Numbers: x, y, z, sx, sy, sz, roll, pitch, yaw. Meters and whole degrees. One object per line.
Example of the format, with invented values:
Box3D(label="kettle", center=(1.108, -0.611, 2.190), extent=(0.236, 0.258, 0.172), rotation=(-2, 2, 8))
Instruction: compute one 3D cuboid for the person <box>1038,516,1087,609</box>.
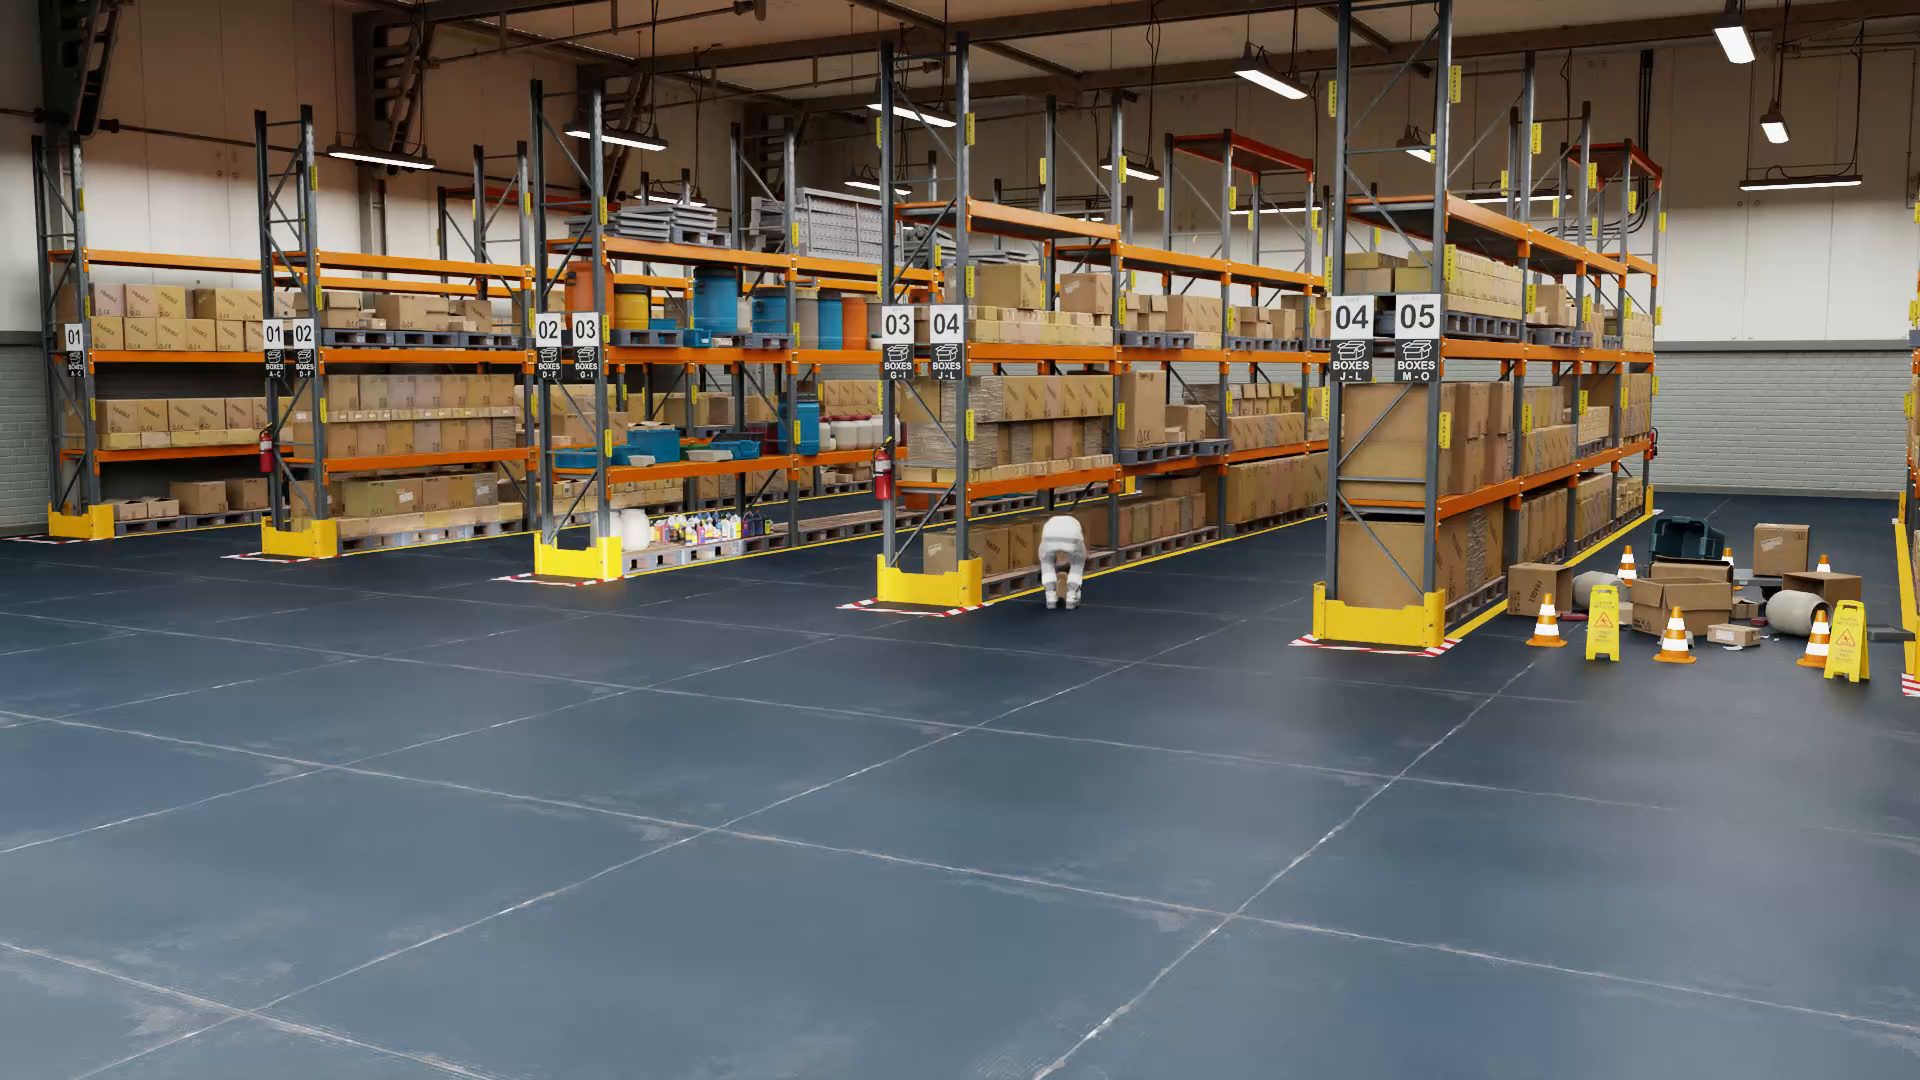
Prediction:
Box3D(label="person", center=(1.099, 0.214, 17.791), extent=(0.516, 0.984, 0.949), rotation=(1, 6, 7))
